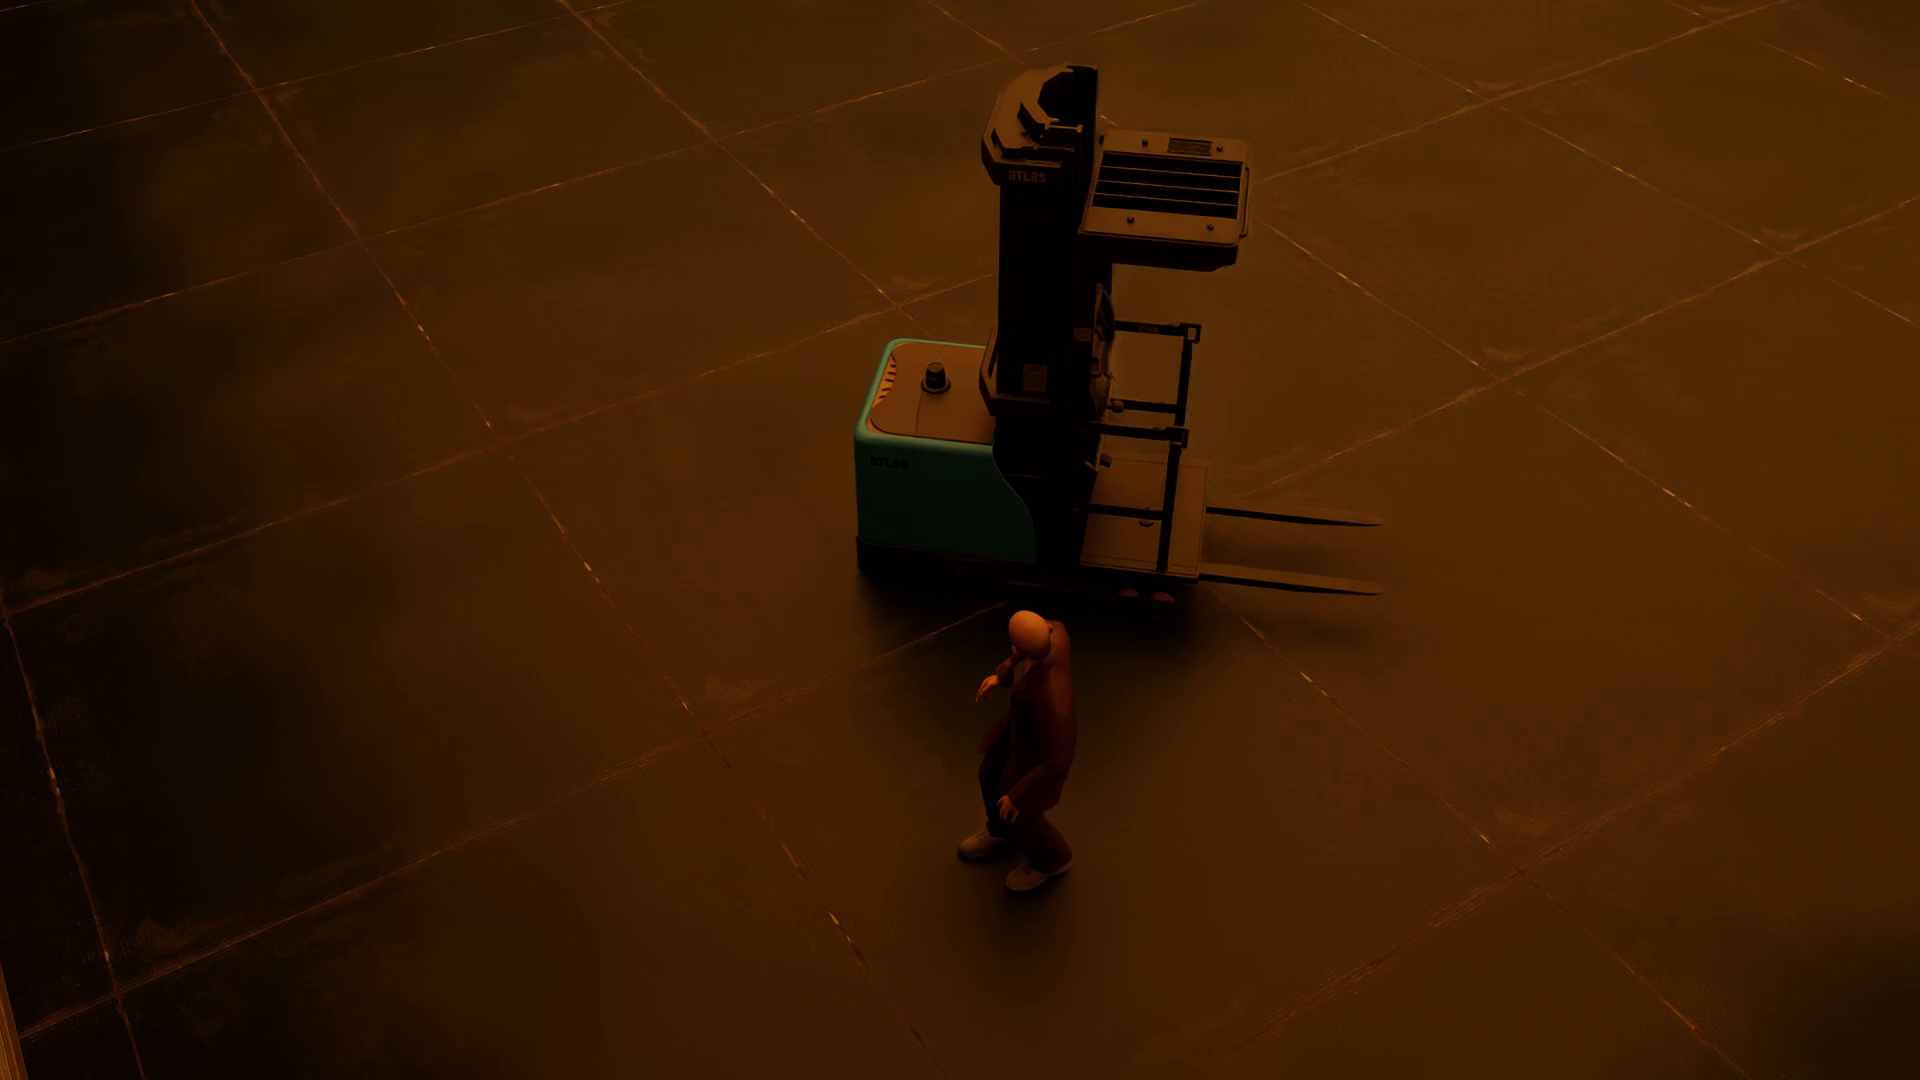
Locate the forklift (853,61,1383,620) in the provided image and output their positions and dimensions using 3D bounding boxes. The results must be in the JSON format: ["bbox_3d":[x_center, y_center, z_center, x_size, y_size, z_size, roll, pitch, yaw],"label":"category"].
[{"bbox_3d":[0.961,-1.022,9.041,3.031,2.935,1.130,7,42,7],"label":"forklift"}]

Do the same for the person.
[{"bbox_3d":[0.285,0.974,7.675,0.549,1.742,0.792,-7,42,-8],"label":"person"}]
